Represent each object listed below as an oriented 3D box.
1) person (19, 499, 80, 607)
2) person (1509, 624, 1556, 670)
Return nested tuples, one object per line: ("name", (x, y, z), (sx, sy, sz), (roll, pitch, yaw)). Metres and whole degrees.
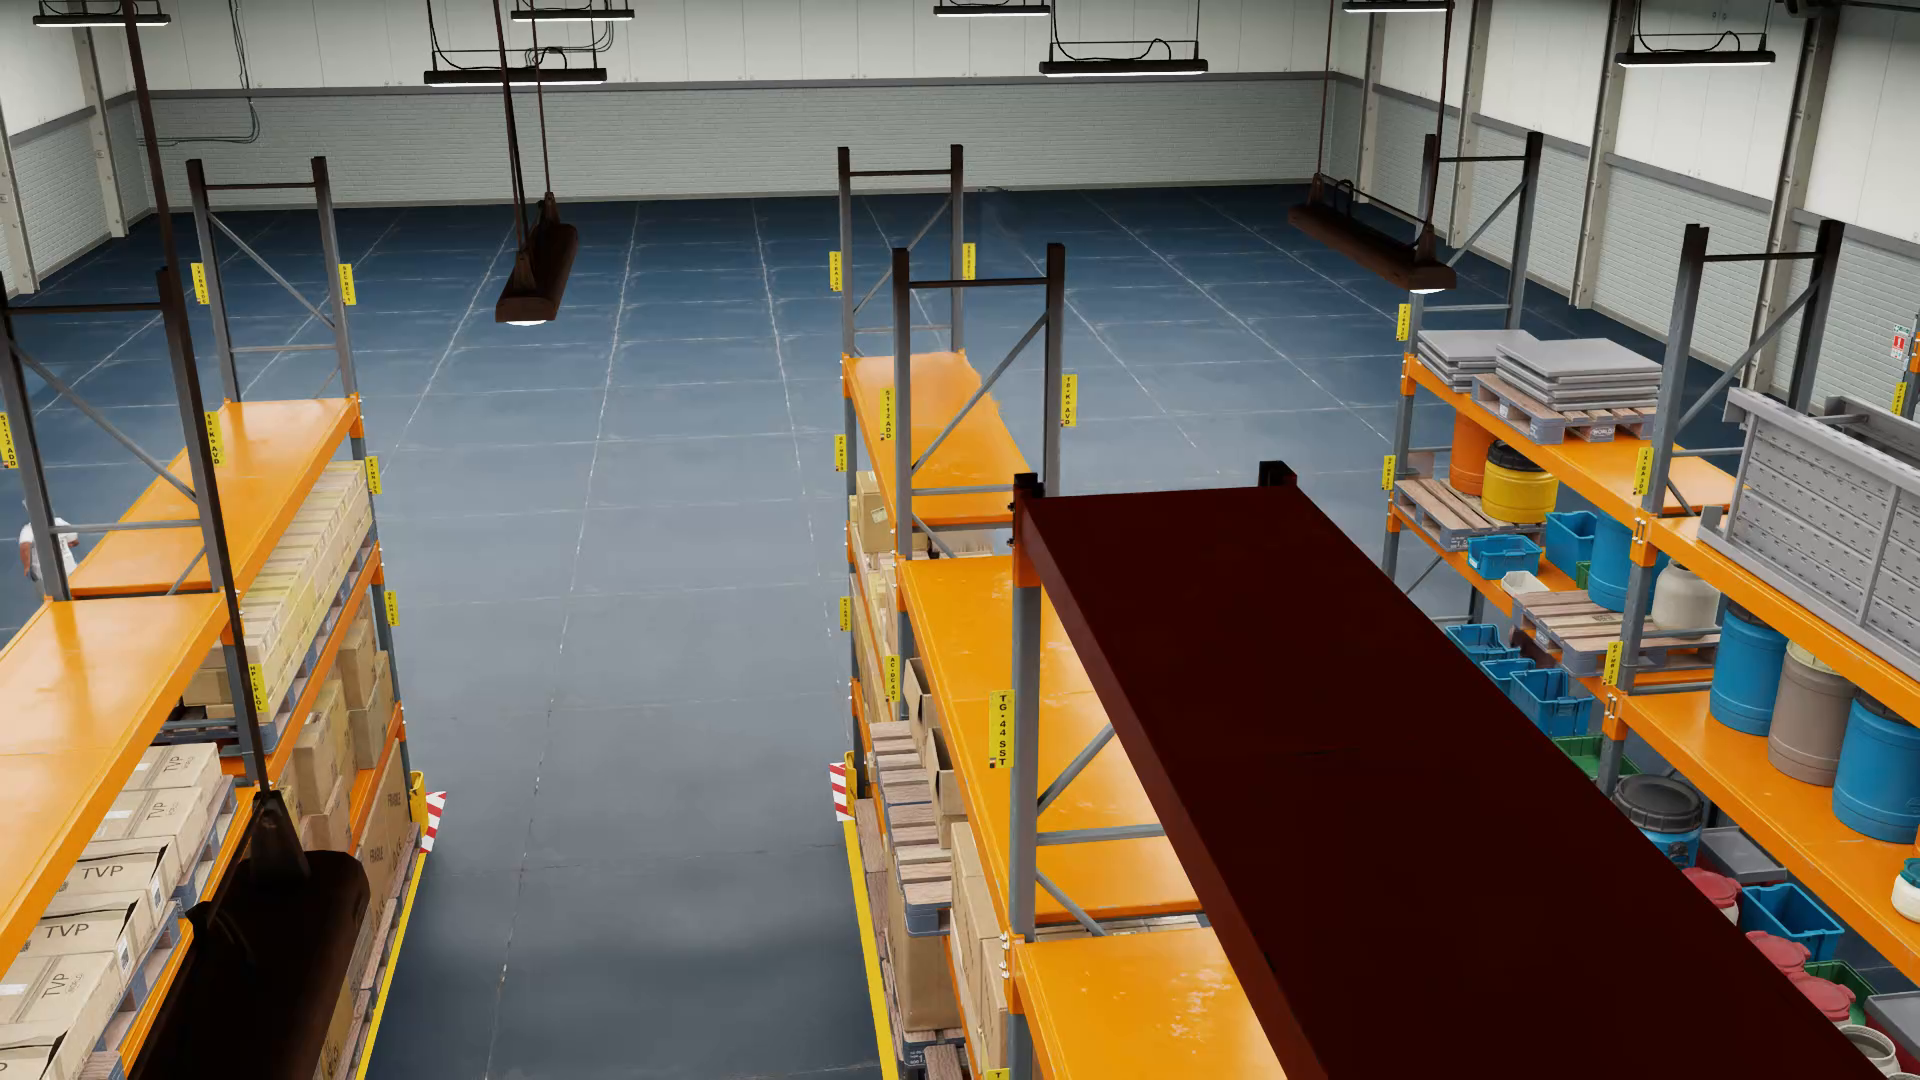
("person", (-9.937, 0.412, 18.288), (0.997, 1.789, 0.695), (16, 27, 36))
("person", (5.613, 1.209, 16.222), (0.666, 1.752, 0.692), (-14, 26, -32))
